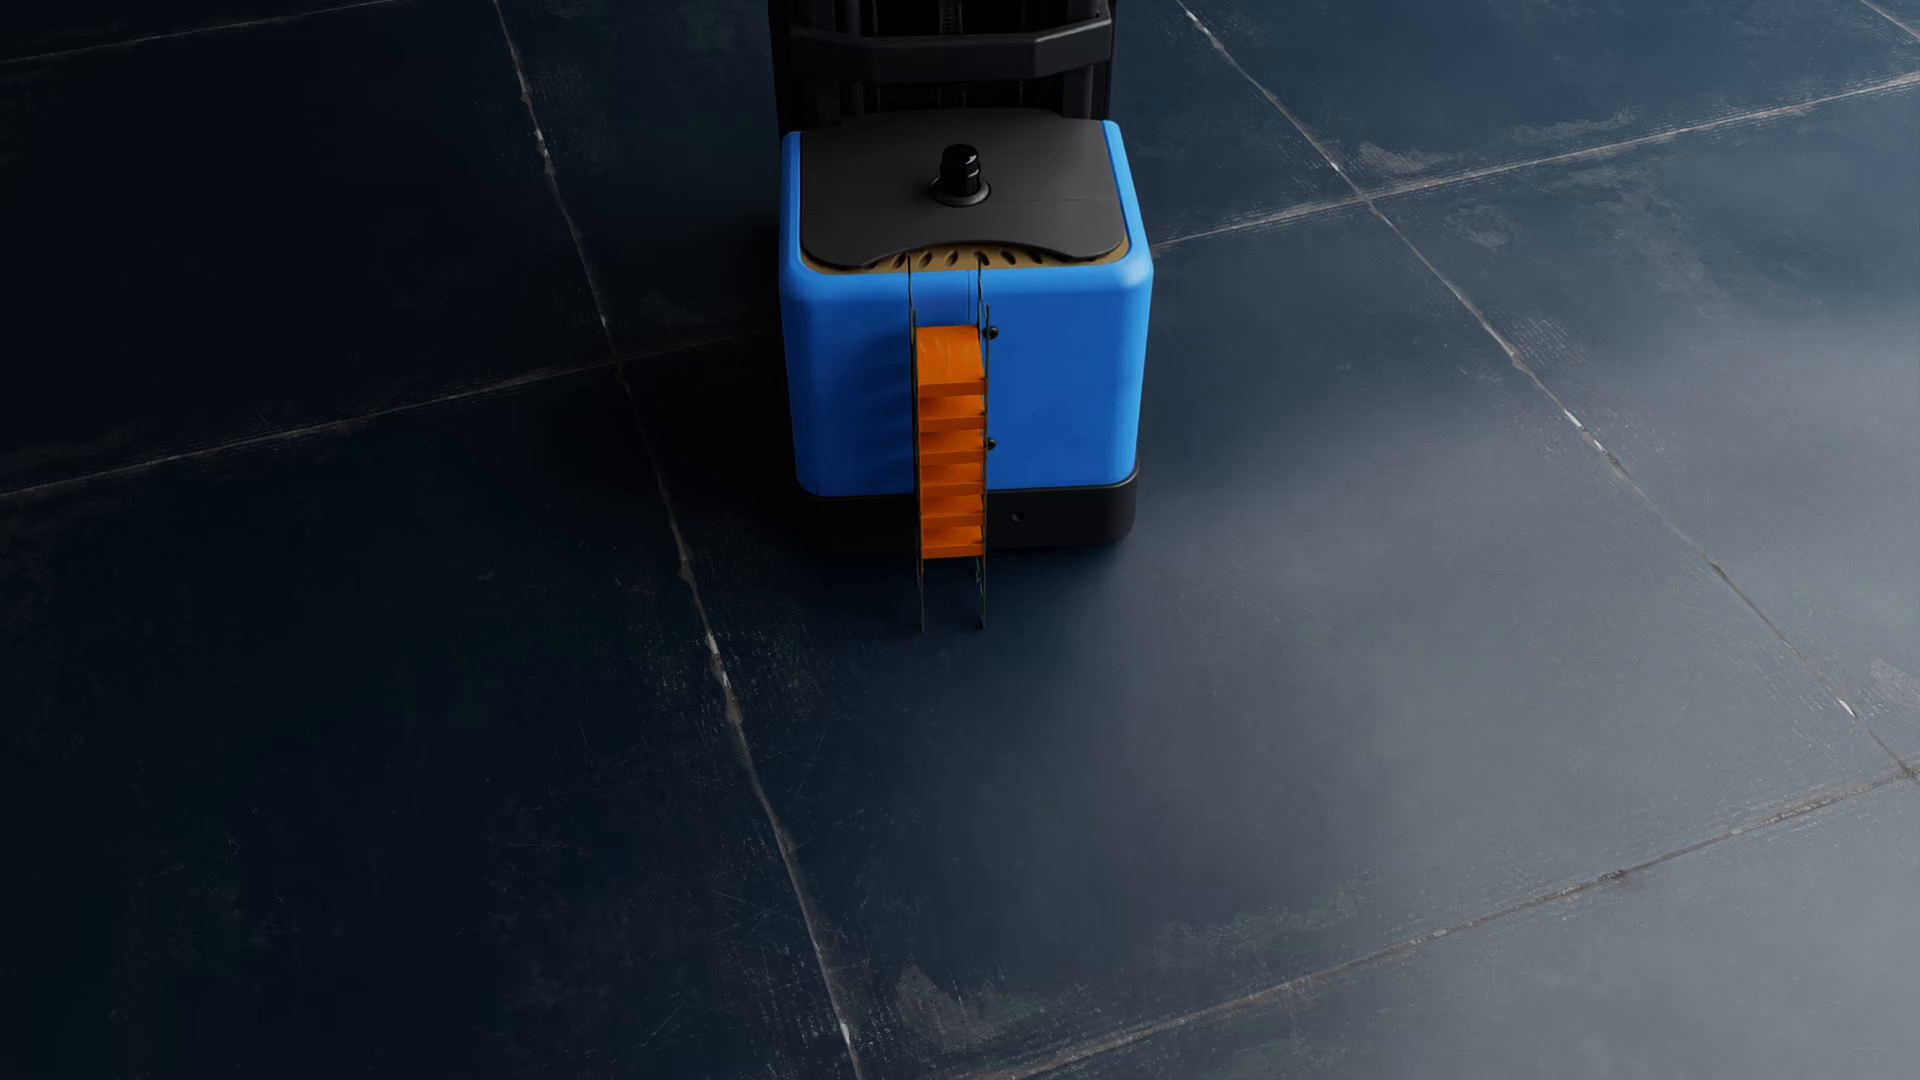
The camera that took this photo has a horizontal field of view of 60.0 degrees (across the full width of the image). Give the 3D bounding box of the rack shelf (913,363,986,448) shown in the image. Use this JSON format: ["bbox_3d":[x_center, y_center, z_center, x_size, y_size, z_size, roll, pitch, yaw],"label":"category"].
[{"bbox_3d":[-0.031,-0.374,4.500,0.180,0.103,0.258,-4,45,-4],"label":"rack shelf"}]

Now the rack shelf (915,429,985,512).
[{"bbox_3d":[-0.031,-0.205,4.670,0.180,0.103,0.258,-4,45,-4],"label":"rack shelf"}]

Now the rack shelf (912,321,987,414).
[{"bbox_3d":[-0.031,-0.459,4.415,0.180,0.103,0.258,-4,45,-4],"label":"rack shelf"}]

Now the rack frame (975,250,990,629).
[{"bbox_3d":[0.060,-0.242,4.644,0.006,1.200,0.240,-4,45,-4],"label":"rack frame"}]

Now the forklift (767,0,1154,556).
[{"bbox_3d":[-0.070,-2.023,5.197,1.130,2.935,3.031,-3,45,-3],"label":"forklift"}]

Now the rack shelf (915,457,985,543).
[{"bbox_3d":[-0.031,-0.120,4.755,0.180,0.103,0.258,-4,45,-4],"label":"rack shelf"}]

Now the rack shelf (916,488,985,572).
[{"bbox_3d":[-0.031,-0.036,4.840,0.180,0.103,0.258,-4,45,-4],"label":"rack shelf"}]

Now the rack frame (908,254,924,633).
[{"bbox_3d":[-0.122,-0.231,4.633,0.006,1.200,0.240,-4,45,-4],"label":"rack frame"}]

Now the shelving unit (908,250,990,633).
[{"bbox_3d":[-0.031,-0.236,4.638,0.189,1.200,0.258,-4,45,-4],"label":"shelving unit"}]

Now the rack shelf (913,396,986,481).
[{"bbox_3d":[-0.031,-0.290,4.585,0.180,0.103,0.258,-4,45,-4],"label":"rack shelf"}]
